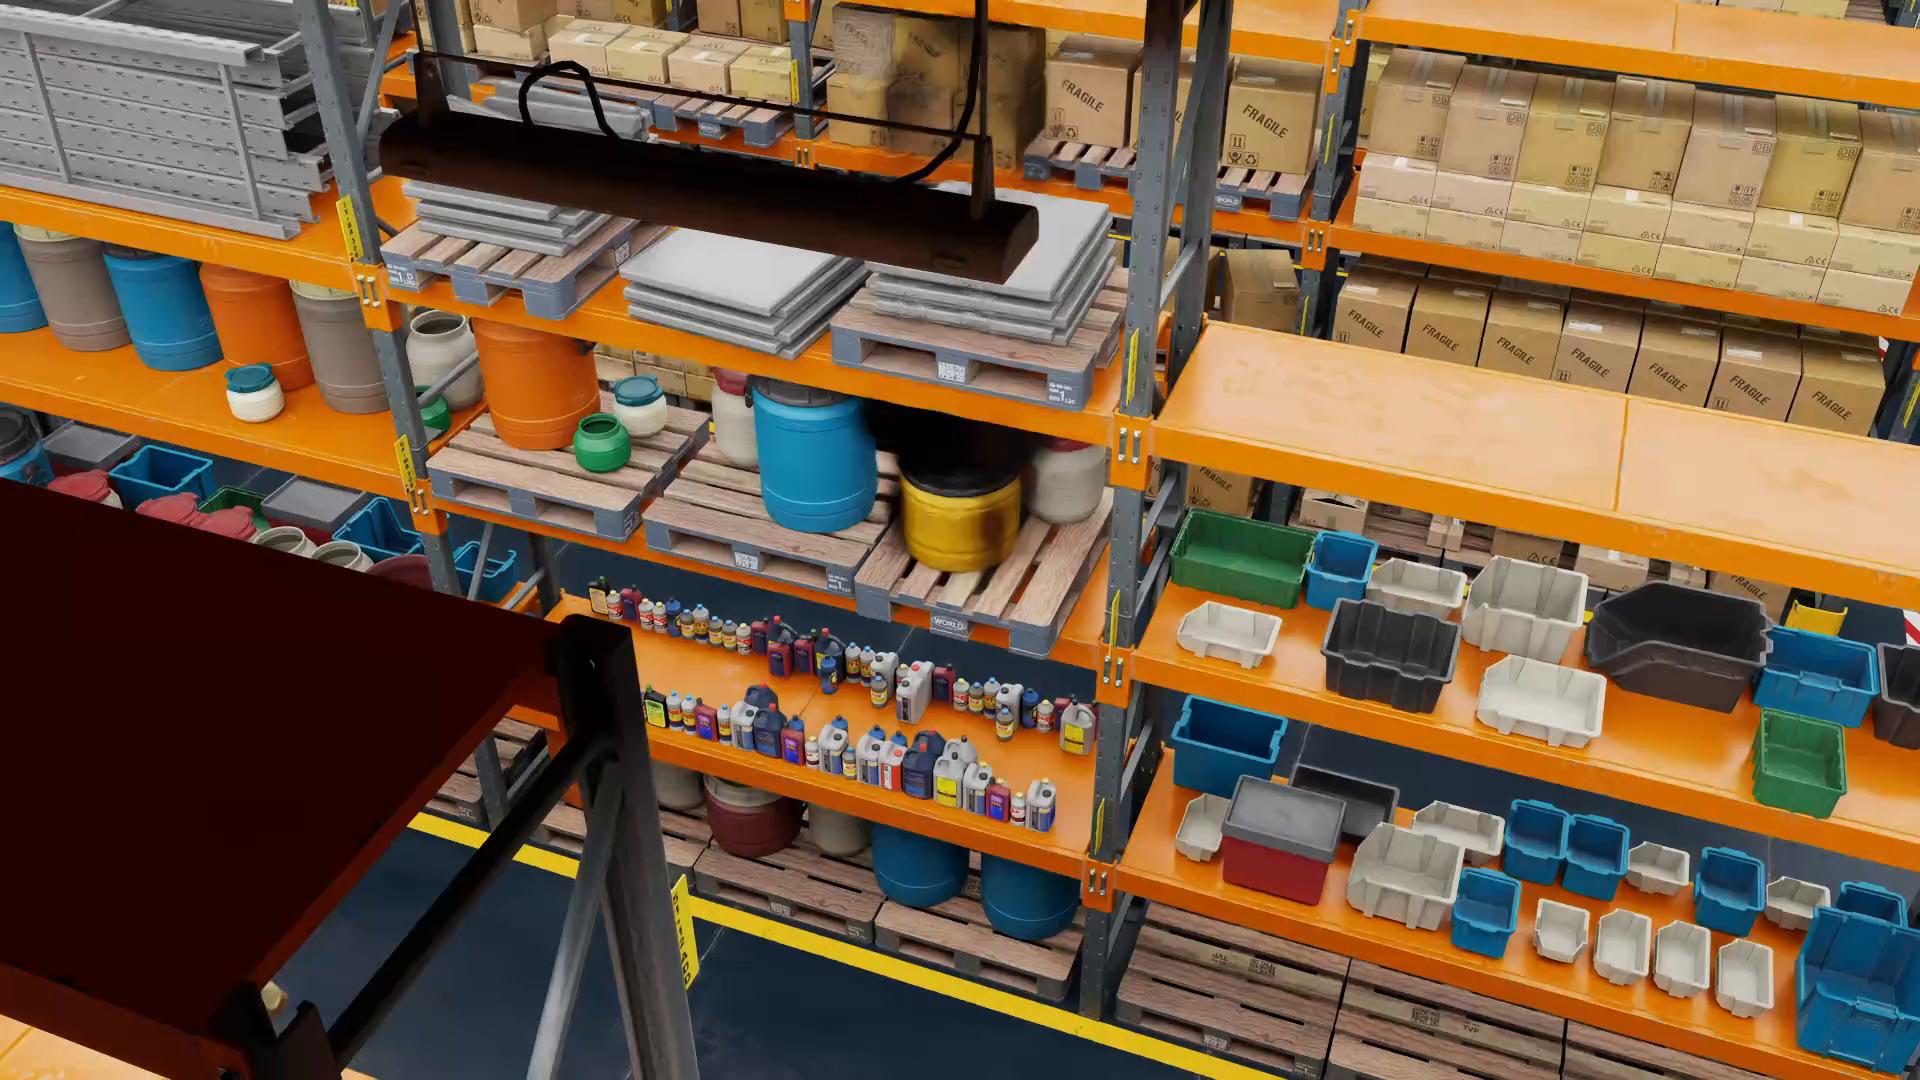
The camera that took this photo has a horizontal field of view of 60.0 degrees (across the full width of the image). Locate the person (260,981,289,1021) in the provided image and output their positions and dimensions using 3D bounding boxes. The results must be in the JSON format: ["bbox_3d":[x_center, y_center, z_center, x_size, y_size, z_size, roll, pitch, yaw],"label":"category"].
[{"bbox_3d":[-3.533,2.701,8.379,0.605,1.647,0.600,10,38,13],"label":"person"}]
